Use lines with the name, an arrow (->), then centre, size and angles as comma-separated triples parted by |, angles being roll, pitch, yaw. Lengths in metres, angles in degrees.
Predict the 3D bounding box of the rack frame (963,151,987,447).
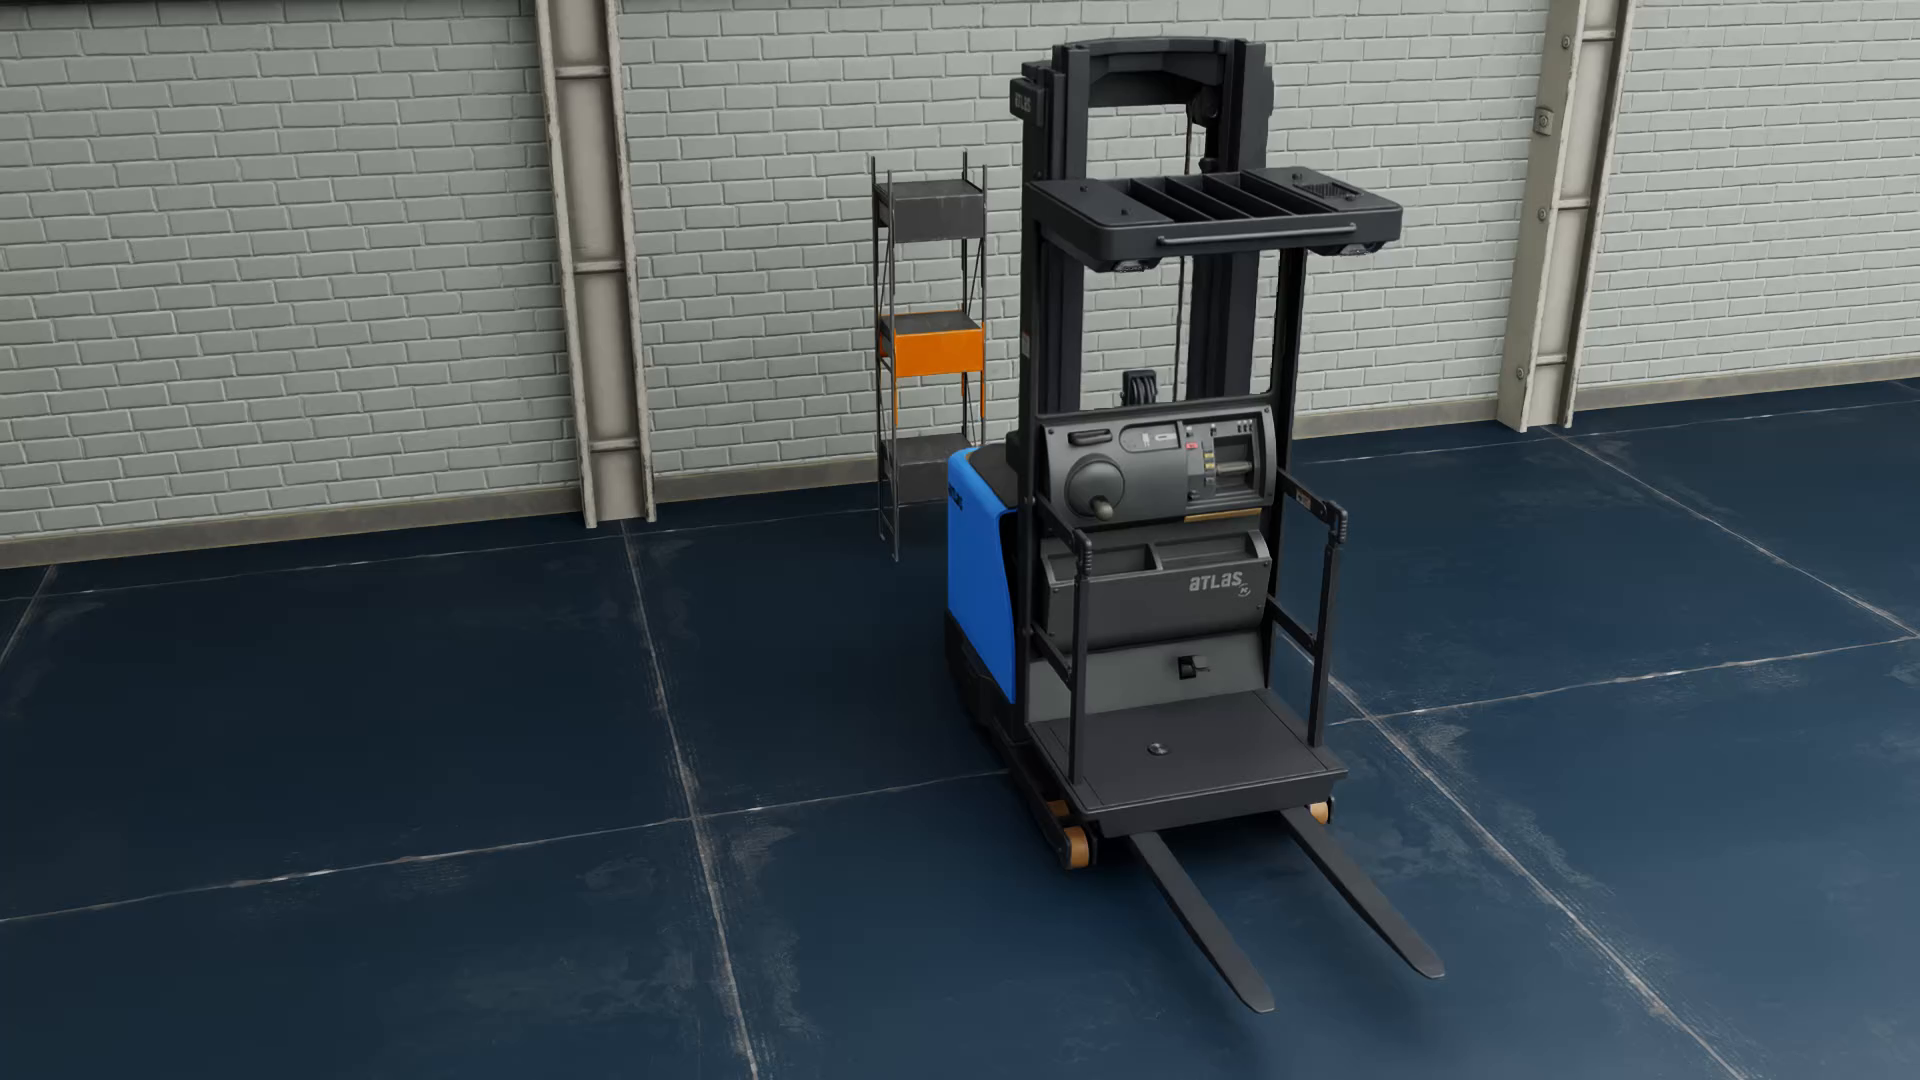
rack frame -> 0.076, -0.973, 8.855 | 0.015, 2.100, 0.400 | -6, 24, -14

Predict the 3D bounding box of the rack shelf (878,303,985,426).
rack shelf -> -0.159, -0.935, 8.800 | 0.480, 0.518, 0.431 | -6, 24, -14

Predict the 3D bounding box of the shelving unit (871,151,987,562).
shelving unit -> -0.159, -0.947, 8.795 | 0.503, 2.100, 0.431 | -6, 24, -14

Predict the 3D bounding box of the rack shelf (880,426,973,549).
rack shelf -> -0.159, -0.291, 9.076 | 0.480, 0.518, 0.431 | -6, 24, -14

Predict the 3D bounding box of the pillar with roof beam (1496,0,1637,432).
pillar with roof beam -> 4.976, -3.285, 5.494 | 0.400, 9.000, 9.100 | -6, 24, -14

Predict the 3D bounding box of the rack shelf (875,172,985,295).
rack shelf -> -0.159, -1.578, 8.524 | 0.480, 0.518, 0.431 | -6, 24, -14

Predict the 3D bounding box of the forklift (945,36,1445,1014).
forklift -> 0.832, -0.266, 6.153 | 1.130, 2.935, 3.031 | -7, 24, -15

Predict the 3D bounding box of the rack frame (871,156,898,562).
rack frame -> -0.394, -0.921, 8.734 | 0.015, 2.100, 0.400 | -6, 24, -14
